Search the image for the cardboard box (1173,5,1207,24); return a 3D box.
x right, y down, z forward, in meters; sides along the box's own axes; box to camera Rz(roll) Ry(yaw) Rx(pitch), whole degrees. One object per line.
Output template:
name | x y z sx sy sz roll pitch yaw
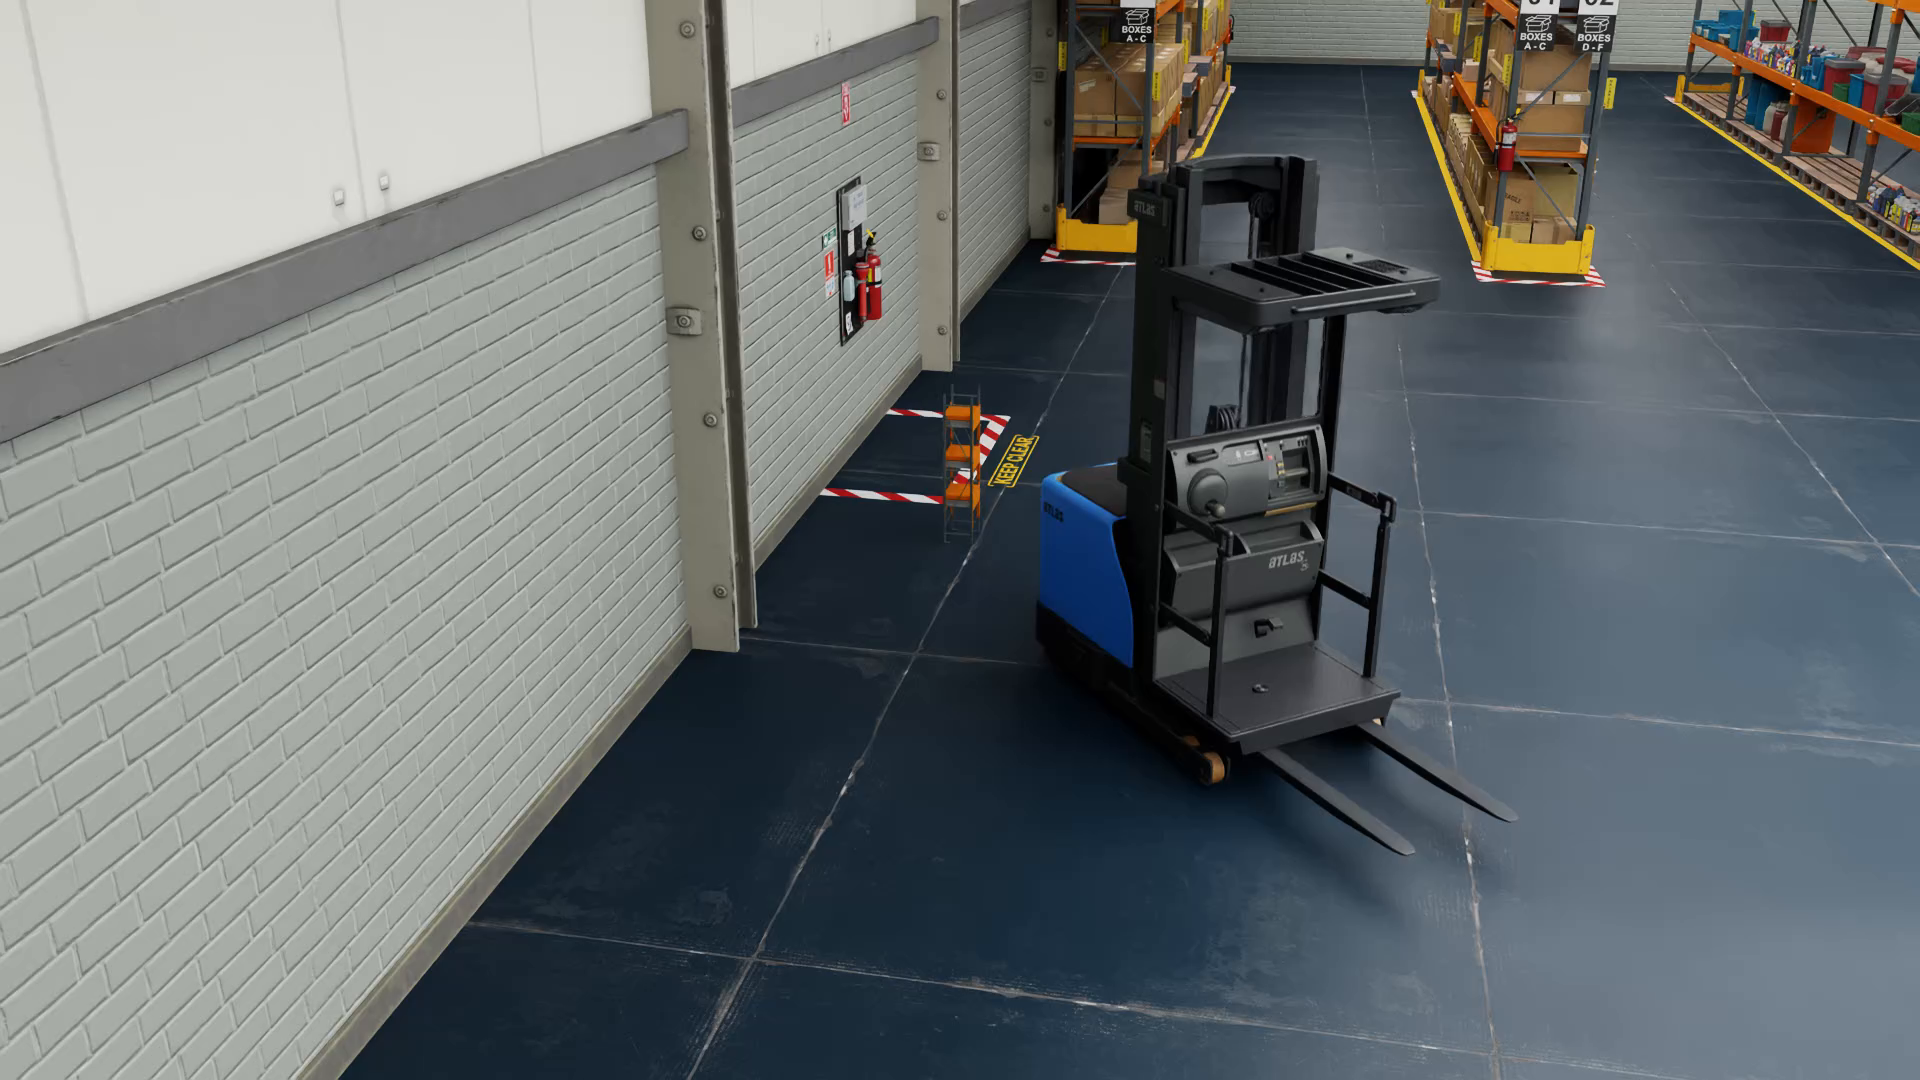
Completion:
cardboard box | 3.720 -8.509 26.904 0.500 0.250 0.500 5 22 12

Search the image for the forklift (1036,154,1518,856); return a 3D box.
forklift | 1.564 -0.325 8.237 1.130 2.935 3.031 -11 24 -25

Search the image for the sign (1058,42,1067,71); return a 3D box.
sign | 1.197 -5.618 19.316 0.100 0.325 0.005 4 22 11

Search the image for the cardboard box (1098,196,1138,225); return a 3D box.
cardboard box | 1.966 -4.088 20.499 0.500 0.311 0.500 2 22 5

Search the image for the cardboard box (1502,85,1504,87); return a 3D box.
cardboard box | 6.792 -5.578 20.186 0.380 0.149 0.250 4 22 10

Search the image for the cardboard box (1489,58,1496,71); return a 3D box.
cardboard box | 7.158 -6.235 21.819 0.380 0.149 0.250 4 22 11

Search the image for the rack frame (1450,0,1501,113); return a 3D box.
rack frame | 8.219 -7.435 25.798 1.000 3.000 0.127 4 22 11

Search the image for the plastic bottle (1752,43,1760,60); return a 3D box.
plastic bottle | 13.291 -8.144 27.733 0.097 0.271 0.097 0 22 0

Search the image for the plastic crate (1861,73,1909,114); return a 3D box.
plastic crate | 12.050 -5.823 21.711 0.402 0.464 0.583 4 22 11

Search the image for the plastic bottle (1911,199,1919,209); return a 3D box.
plastic bottle | 11.705 -4.043 20.435 0.152 0.276 0.135 4 22 11

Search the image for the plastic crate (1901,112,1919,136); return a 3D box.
plastic crate | 11.698 -5.019 20.085 0.450 0.188 0.662 4 22 11

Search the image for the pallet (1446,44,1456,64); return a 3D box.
pallet | 8.611 -8.057 27.601 1.003 0.211 1.213 4 22 11

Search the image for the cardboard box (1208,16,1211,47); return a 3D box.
cardboard box | 3.937 -8.535 27.971 0.500 0.500 0.500 4 22 11

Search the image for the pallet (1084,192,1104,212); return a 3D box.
pallet | 2.203 -4.359 21.893 1.003 0.211 1.213 4 22 11

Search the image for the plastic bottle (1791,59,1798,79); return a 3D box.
plastic bottle | 12.732 -7.182 25.327 0.061 0.283 0.133 4 22 11

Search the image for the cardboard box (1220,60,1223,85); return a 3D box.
cardboard box | 4.956 -9.508 33.731 0.700 0.500 0.500 4 22 11

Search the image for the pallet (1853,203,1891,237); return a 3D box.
pallet | 12.073 -4.057 21.144 1.003 0.211 1.213 4 22 11

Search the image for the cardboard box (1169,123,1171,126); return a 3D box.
cardboard box | 2.886 -6.039 25.091 0.700 0.500 0.500 5 22 12

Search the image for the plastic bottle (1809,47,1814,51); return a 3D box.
plastic bottle | 13.915 -7.925 27.182 0.152 0.276 0.135 4 22 11

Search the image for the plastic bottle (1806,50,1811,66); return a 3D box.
plastic bottle | 13.741 -7.841 26.979 0.097 0.271 0.097 0 22 0

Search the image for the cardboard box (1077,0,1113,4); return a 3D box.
cardboard box | 1.573 -6.504 19.312 0.500 0.500 0.500 6 23 15

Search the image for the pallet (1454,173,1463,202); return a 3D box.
pallet | 7.515 -4.951 23.363 1.003 0.211 1.213 4 22 11

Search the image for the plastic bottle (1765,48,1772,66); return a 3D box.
plastic bottle | 13.109 -7.819 26.925 0.097 0.271 0.097 0 22 0

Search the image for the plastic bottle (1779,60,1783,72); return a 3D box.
plastic bottle | 12.920 -7.447 26.095 0.097 0.201 0.097 0 22 0

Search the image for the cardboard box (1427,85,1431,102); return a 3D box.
cardboard box | 9.027 -8.359 31.103 0.500 0.311 0.500 4 22 11

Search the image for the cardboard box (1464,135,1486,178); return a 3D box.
cardboard box | 7.002 -5.093 22.099 0.500 0.500 0.500 4 22 11

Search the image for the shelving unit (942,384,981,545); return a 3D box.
shelving unit | 0.011 -0.507 11.206 0.215 1.050 0.252 4 22 11

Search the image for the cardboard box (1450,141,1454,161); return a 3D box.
cardboard box | 7.623 -5.810 24.884 0.500 0.250 0.500 4 22 10

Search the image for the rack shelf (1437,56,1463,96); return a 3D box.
rack shelf | 8.627 -7.832 27.749 1.077 0.370 4.000 4 22 11

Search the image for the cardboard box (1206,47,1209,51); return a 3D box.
cardboard box | 4.156 -8.650 29.127 0.380 0.149 0.250 4 22 11

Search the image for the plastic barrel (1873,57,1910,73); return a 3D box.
plastic barrel | 12.899 -6.415 23.086 0.433 0.535 0.433 0 22 0

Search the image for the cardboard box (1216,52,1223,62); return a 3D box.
cardboard box | 5.057 -9.655 33.227 0.380 0.149 0.250 5 22 12

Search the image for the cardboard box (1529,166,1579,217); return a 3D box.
cardboard box | 7.014 -4.138 19.728 0.500 0.500 0.500 4 22 11

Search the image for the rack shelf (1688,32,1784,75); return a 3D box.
rack shelf | 14.292 -8.916 30.440 1.077 0.370 4.000 4 22 11

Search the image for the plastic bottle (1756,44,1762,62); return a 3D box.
plastic bottle | 13.210 -8.038 27.453 0.061 0.283 0.133 4 22 11

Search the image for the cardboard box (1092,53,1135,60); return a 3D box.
cardboard box | 1.941 -5.918 21.203 0.500 0.500 0.500 5 22 12

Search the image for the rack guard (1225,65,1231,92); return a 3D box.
rack guard | 5.006 -9.586 34.486 1.175 0.500 0.348 4 22 11

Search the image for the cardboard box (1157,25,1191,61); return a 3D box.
cardboard box | 3.195 -7.682 25.690 0.700 0.500 0.500 2 22 6

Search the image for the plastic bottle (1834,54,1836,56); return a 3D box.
plastic bottle | 13.691 -7.472 26.064 0.097 0.271 0.097 0 22 0

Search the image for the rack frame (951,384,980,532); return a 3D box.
rack frame | 0.036 -0.551 11.317 0.200 1.050 0.008 4 22 11

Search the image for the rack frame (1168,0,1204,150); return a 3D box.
rack frame | 3.369 -7.811 26.732 1.000 3.000 0.127 4 22 11

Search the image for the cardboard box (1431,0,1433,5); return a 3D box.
cardboard box | 9.503 -10.728 32.504 0.500 0.500 0.500 5 23 13

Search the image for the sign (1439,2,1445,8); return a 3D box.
sign | 8.502 -9.338 29.365 0.100 0.325 0.005 4 22 11

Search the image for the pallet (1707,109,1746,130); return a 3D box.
pallet | 13.996 -7.497 29.686 1.003 0.211 1.213 4 22 11

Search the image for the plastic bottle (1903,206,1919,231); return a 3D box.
plastic bottle | 11.459 -3.866 19.994 0.152 0.276 0.135 5 22 11

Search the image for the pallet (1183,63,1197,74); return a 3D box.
pallet | 3.005 -6.995 24.963 1.003 0.211 1.213 4 22 11

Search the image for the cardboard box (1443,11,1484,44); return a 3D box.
cardboard box | 8.641 -8.726 28.309 0.700 0.500 0.500 8 23 19

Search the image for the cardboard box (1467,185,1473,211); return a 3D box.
cardboard box | 6.797 -4.380 21.331 0.500 0.250 0.500 4 22 11

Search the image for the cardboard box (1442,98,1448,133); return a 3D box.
cardboard box | 8.286 -7.028 27.547 0.500 0.500 0.500 4 22 9

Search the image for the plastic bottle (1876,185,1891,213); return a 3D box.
plastic bottle | 11.680 -4.304 20.983 0.144 0.351 0.185 5 22 12

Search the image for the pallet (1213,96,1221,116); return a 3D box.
pallet | 4.417 -8.252 31.561 1.003 0.211 1.213 4 22 11

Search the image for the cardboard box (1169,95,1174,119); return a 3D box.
cardboard box | 2.454 -5.541 21.269 0.500 0.250 0.500 5 22 11

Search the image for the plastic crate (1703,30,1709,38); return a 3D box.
plastic crate | 14.042 -9.463 31.107 0.250 0.136 0.298 4 22 11

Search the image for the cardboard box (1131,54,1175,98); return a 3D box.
cardboard box | 2.444 -5.882 21.115 0.500 0.500 0.500 5 23 13

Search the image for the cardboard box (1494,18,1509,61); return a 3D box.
cardboard box | 7.318 -6.457 21.501 0.700 0.500 0.500 5 22 11

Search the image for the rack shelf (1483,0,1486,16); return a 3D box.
rack shelf | 7.811 -7.761 23.556 1.077 0.370 4.000 4 22 11

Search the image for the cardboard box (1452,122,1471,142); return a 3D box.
cardboard box | 7.619 -6.066 24.767 0.500 0.311 0.500 4 22 9

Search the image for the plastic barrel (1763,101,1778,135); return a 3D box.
plastic barrel | 13.409 -6.903 27.246 0.421 0.512 0.421 0 22 0
